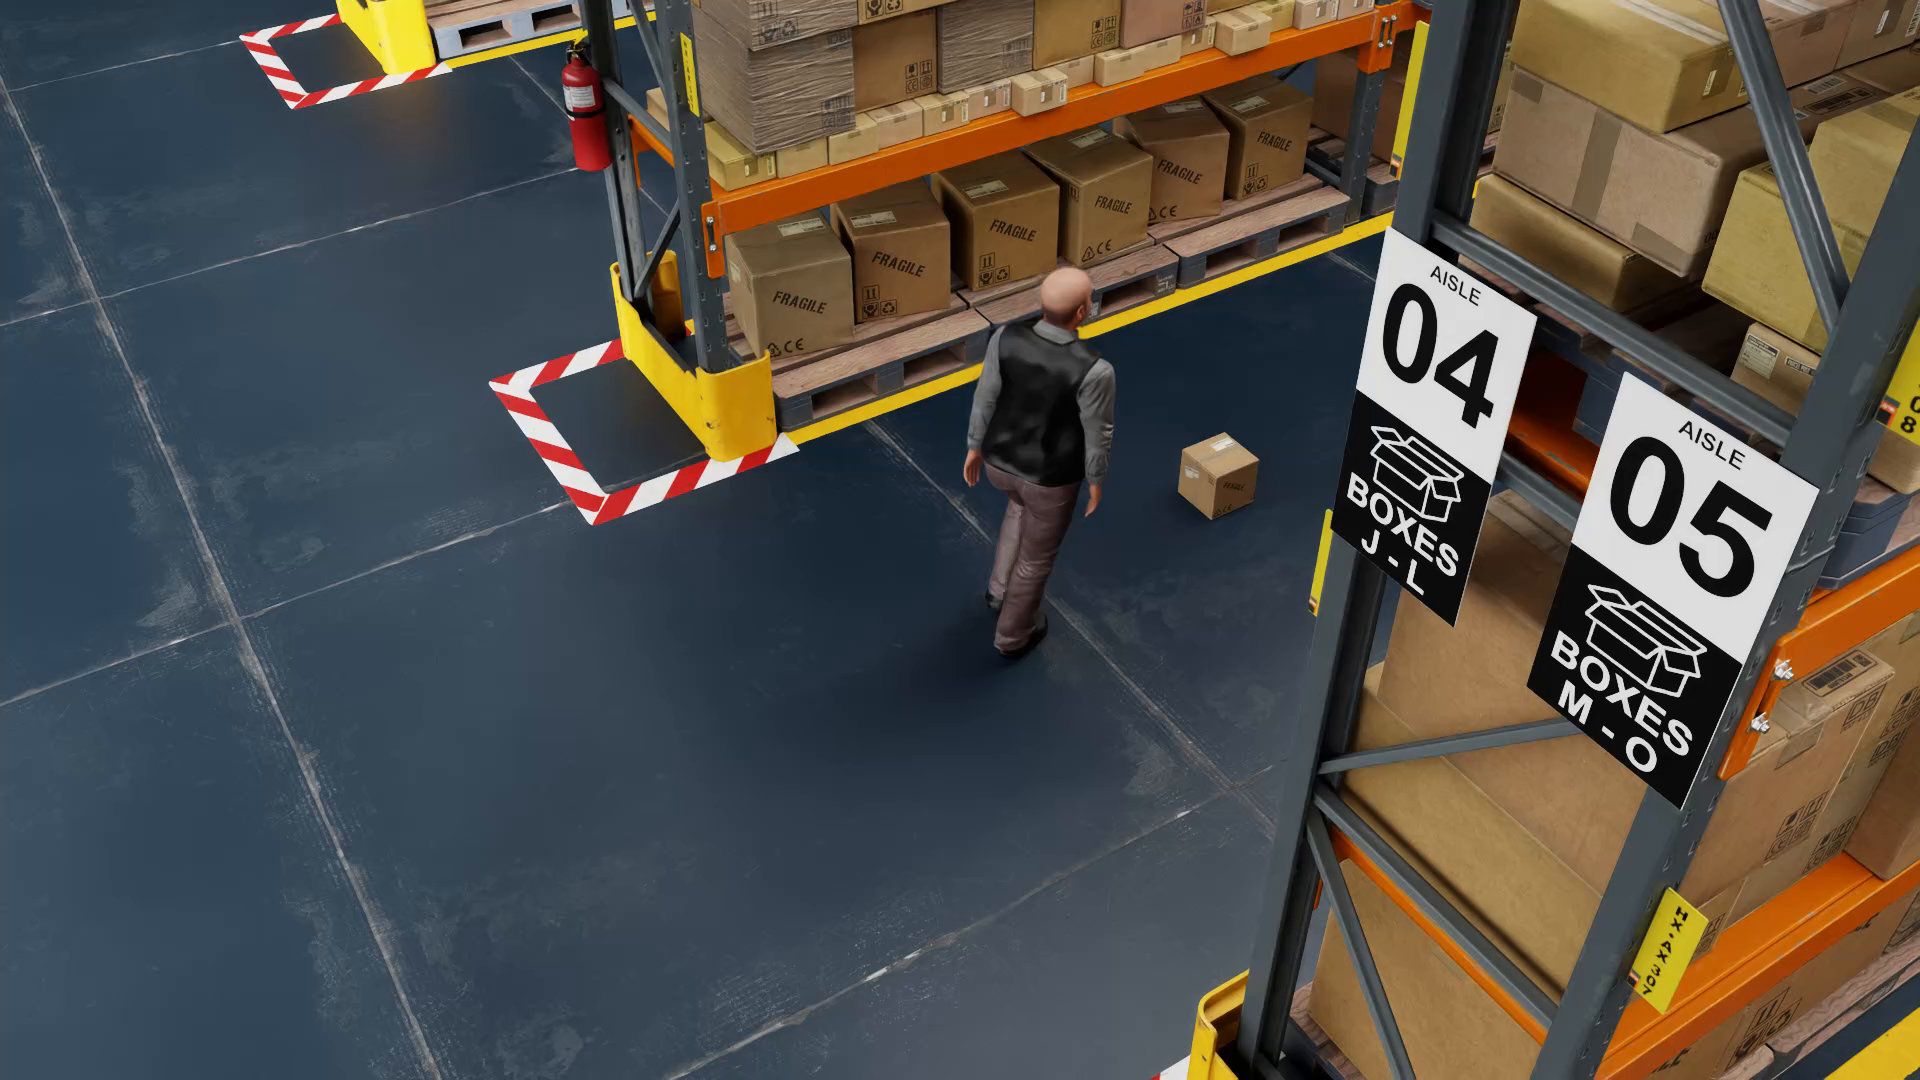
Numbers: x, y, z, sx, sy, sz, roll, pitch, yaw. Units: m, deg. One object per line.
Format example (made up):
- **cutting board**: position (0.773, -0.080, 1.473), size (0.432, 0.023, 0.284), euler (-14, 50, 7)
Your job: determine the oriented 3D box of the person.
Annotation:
- **person**: position (0.315, -0.279, 6.476), size (0.564, 1.704, 0.529), euler (24, 46, 26)
